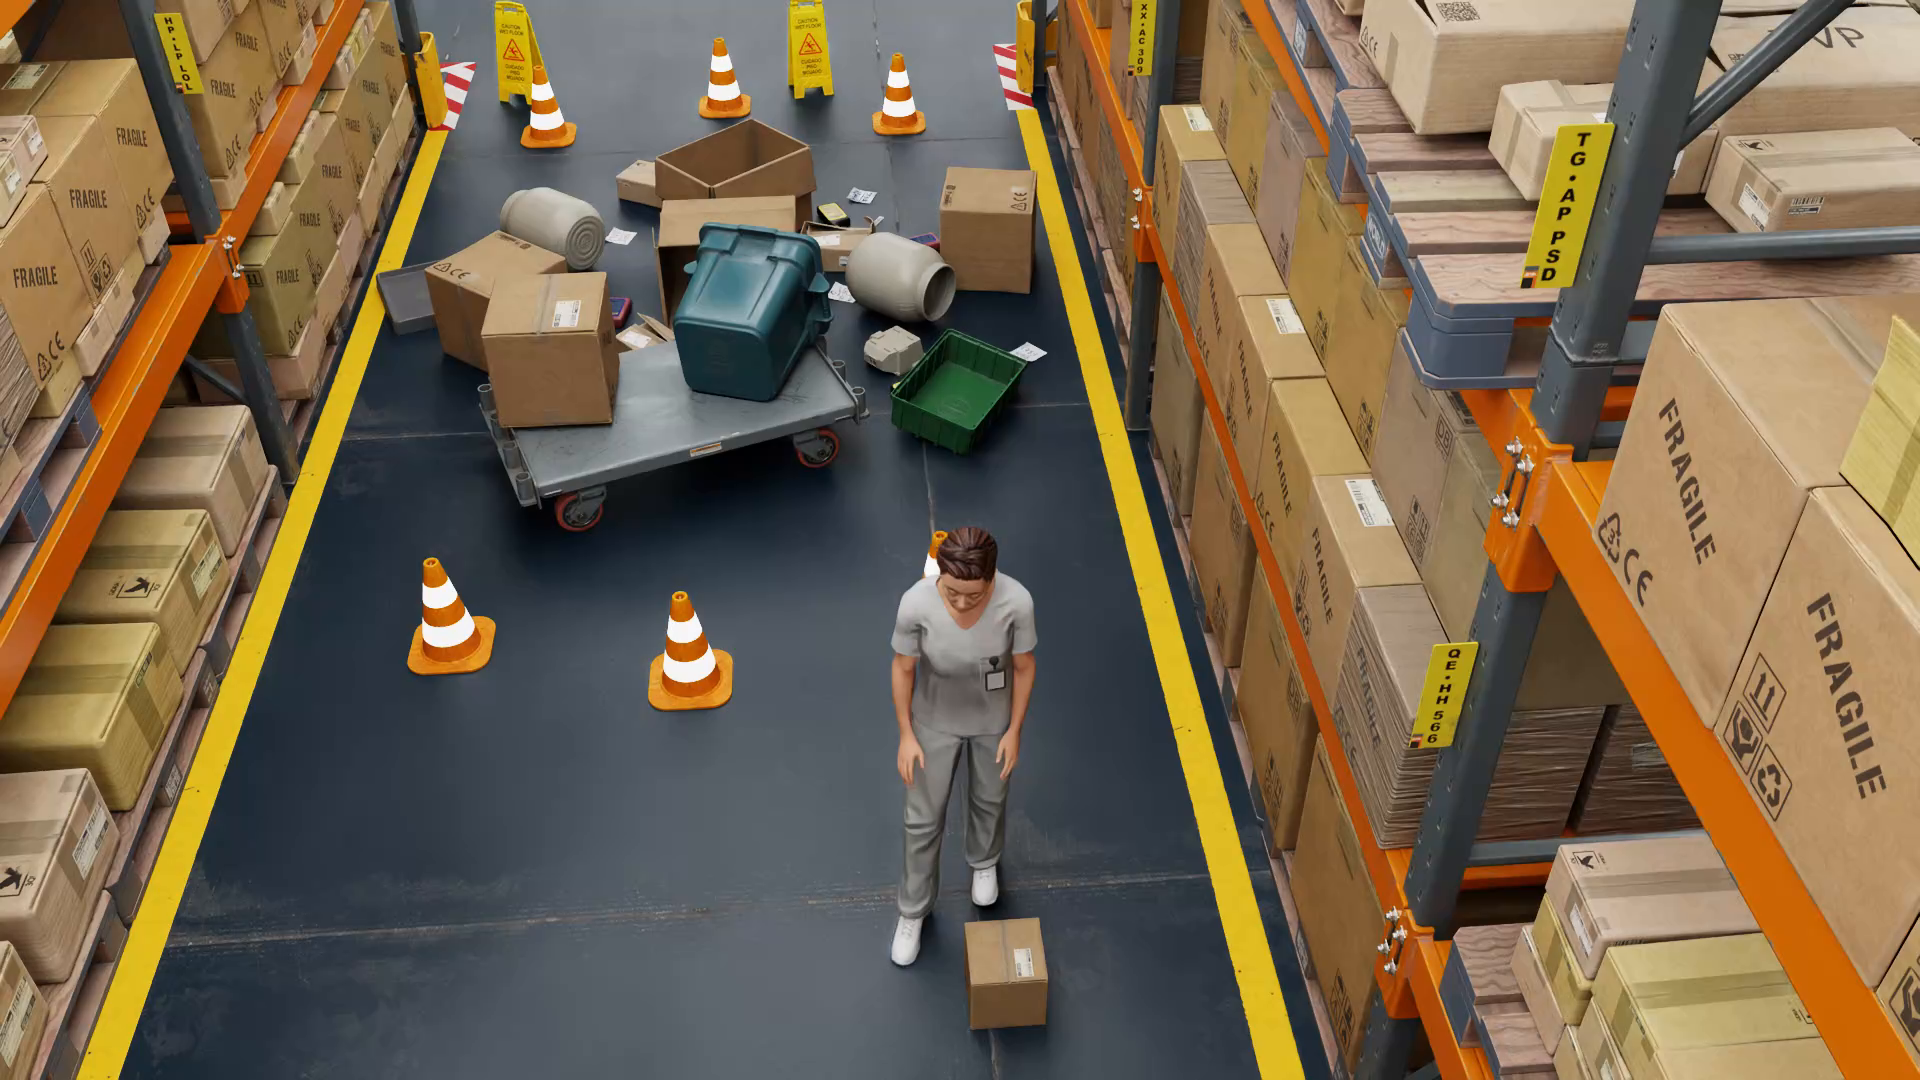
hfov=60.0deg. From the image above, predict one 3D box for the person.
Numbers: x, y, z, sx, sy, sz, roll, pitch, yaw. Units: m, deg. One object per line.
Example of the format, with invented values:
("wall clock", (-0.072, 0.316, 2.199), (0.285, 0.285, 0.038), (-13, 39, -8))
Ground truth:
("person", (0.003, 0.639, 5.354), (0.485, 1.677, 0.543), (-1, 39, -1))
